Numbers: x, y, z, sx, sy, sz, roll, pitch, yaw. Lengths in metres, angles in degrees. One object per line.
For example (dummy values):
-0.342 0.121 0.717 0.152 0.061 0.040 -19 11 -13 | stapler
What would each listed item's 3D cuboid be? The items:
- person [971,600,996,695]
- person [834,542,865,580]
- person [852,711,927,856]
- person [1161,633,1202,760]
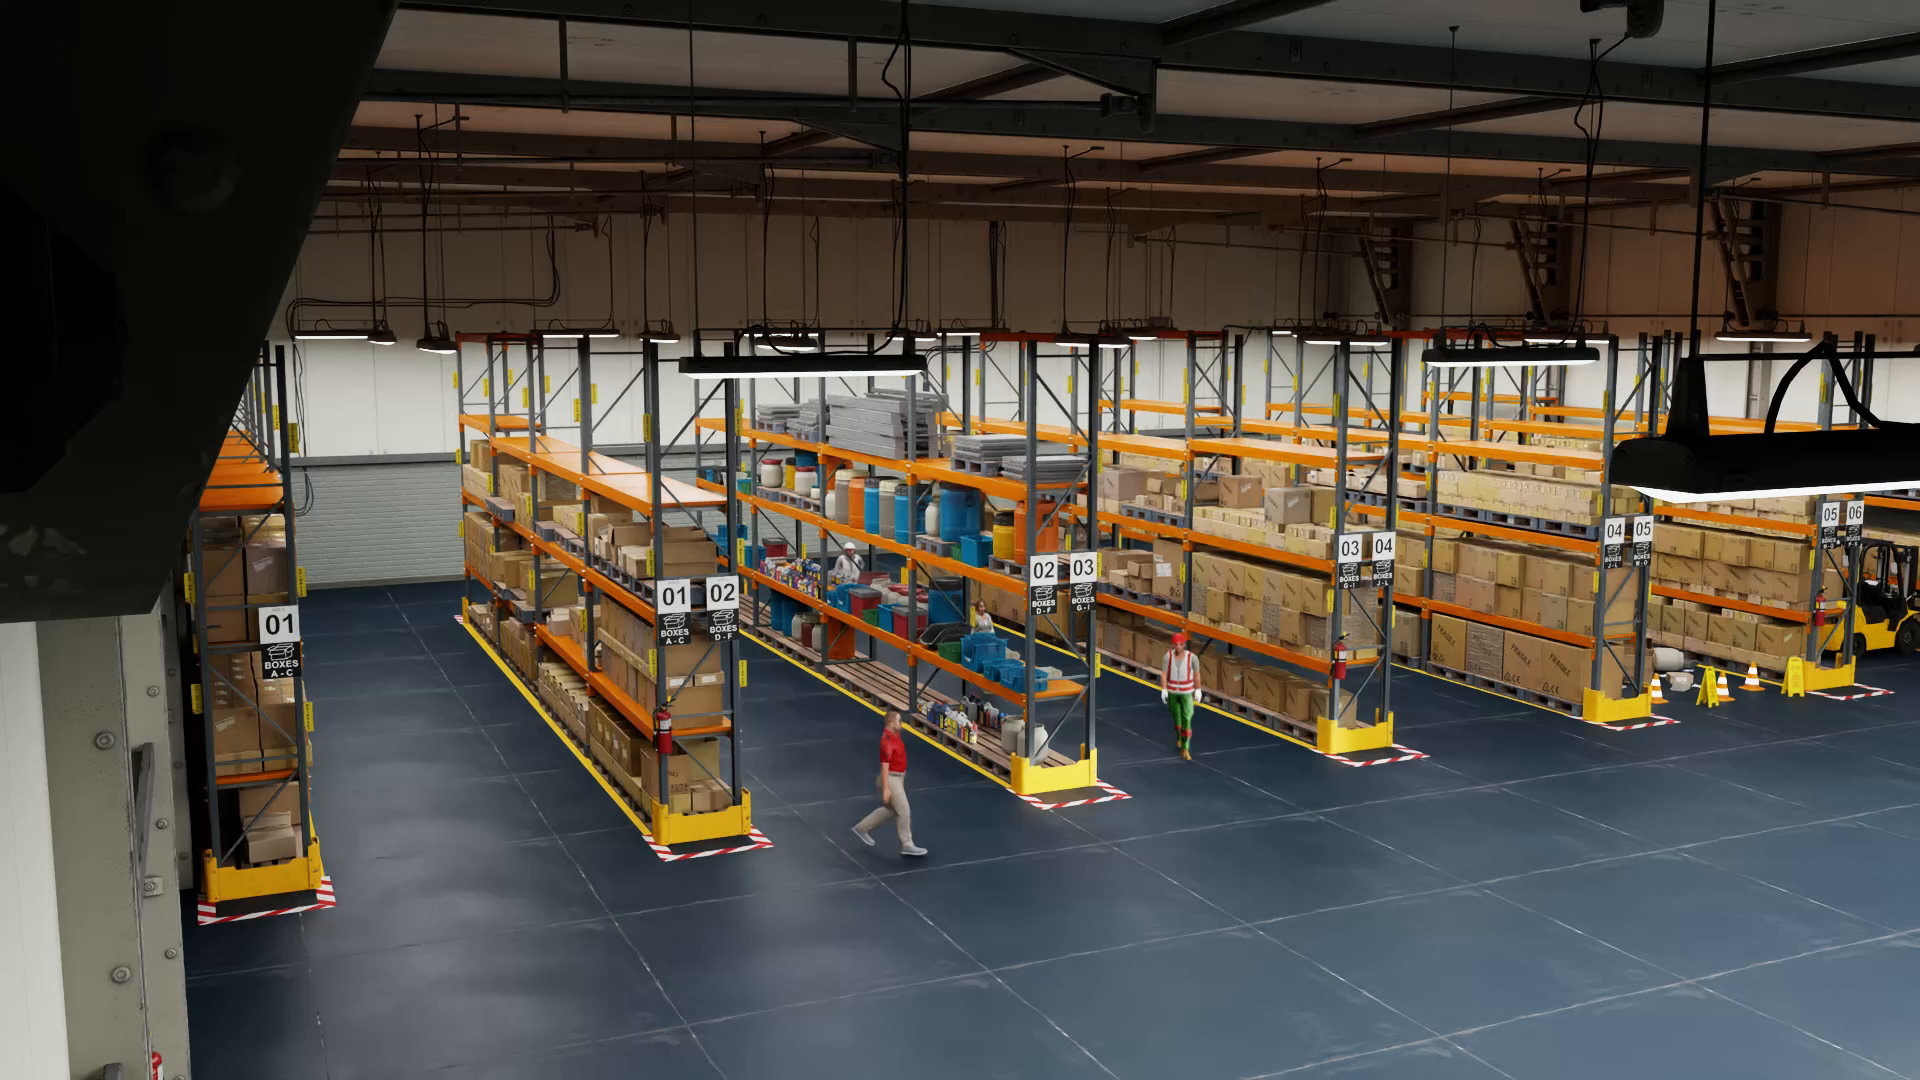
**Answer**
0.356 1.769 28.051 0.420 1.551 0.899 -6 10 -40 | person
-2.295 0.853 34.495 0.687 1.683 0.719 -2 8 -16 | person
-0.822 2.844 19.639 0.888 1.692 0.591 0 8 2 | person
3.180 2.206 24.039 0.563 1.746 0.900 3 8 21 | person
